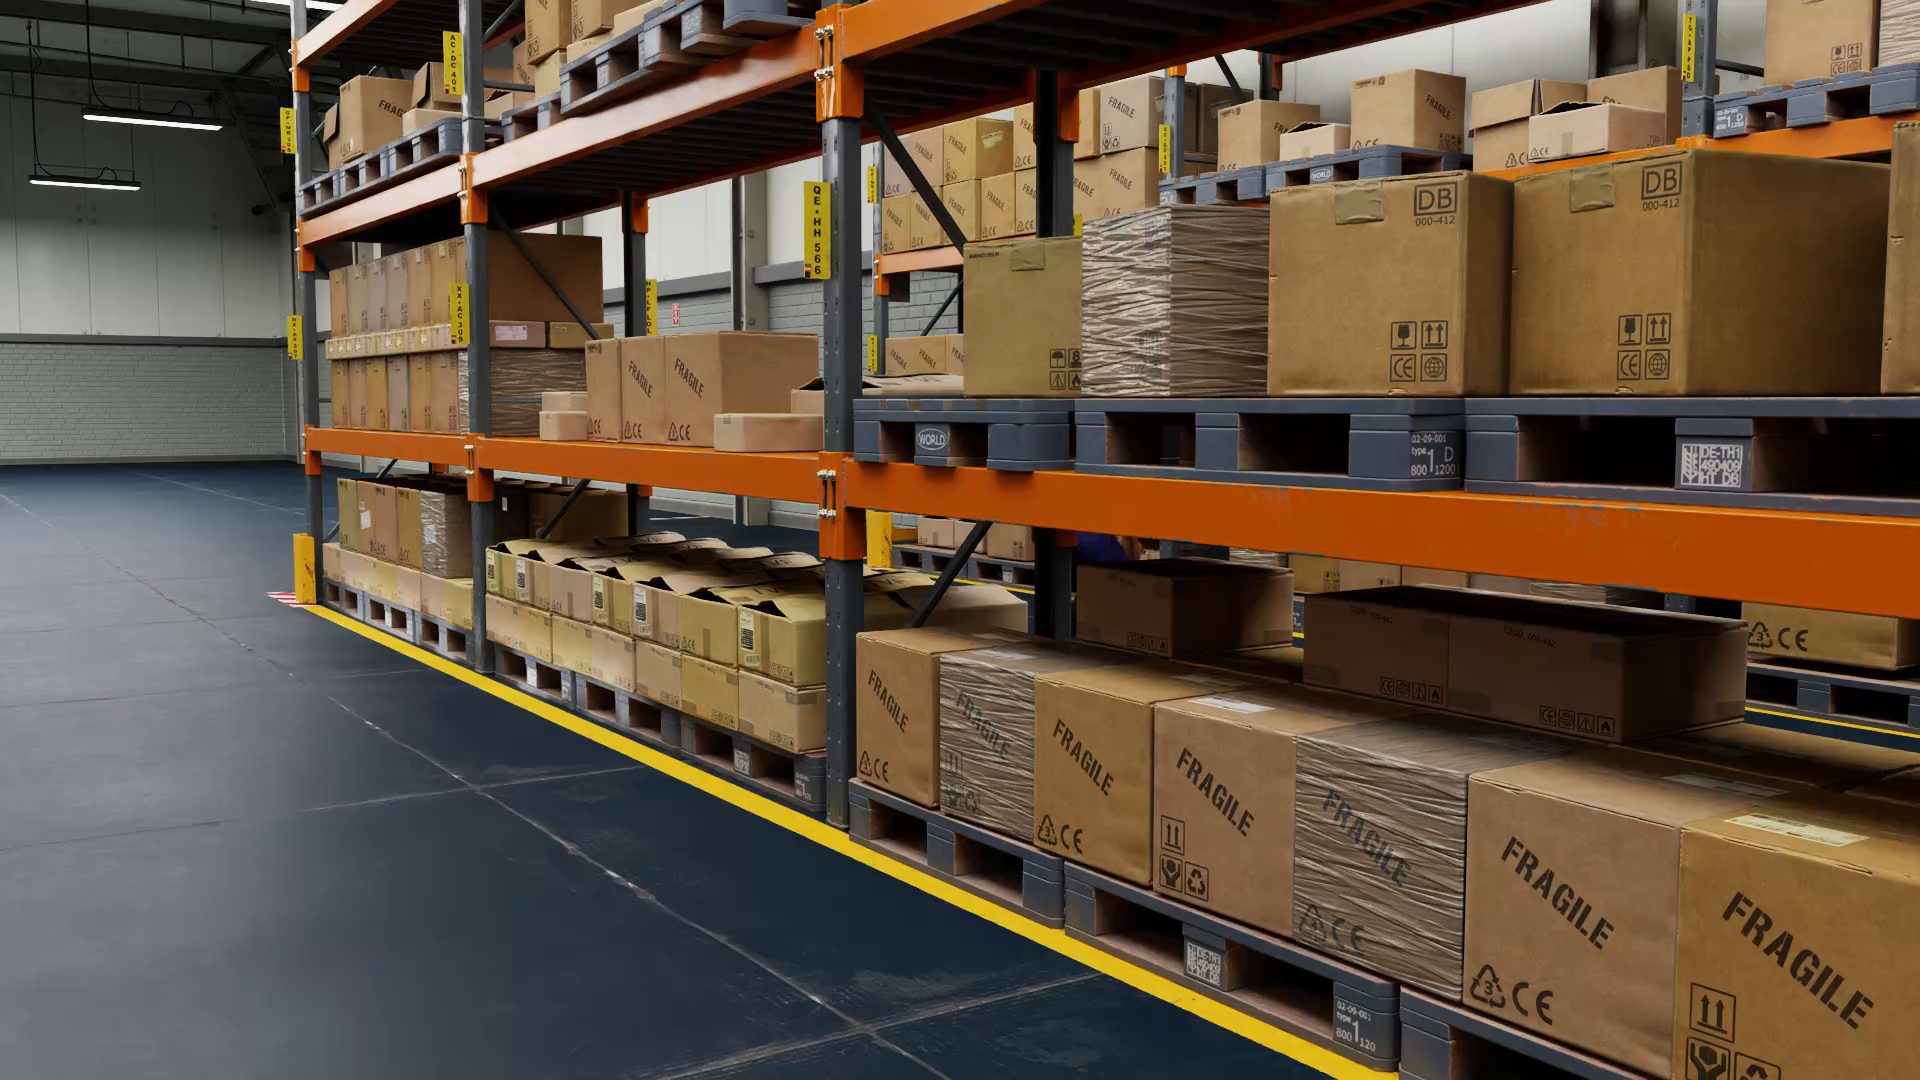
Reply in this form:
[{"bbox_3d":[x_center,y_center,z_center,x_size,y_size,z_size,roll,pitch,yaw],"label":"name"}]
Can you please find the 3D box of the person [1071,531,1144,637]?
[{"bbox_3d":[0.723,0.012,9.063,0.552,1.490,0.525,-3,6,-33],"label":"person"}]
